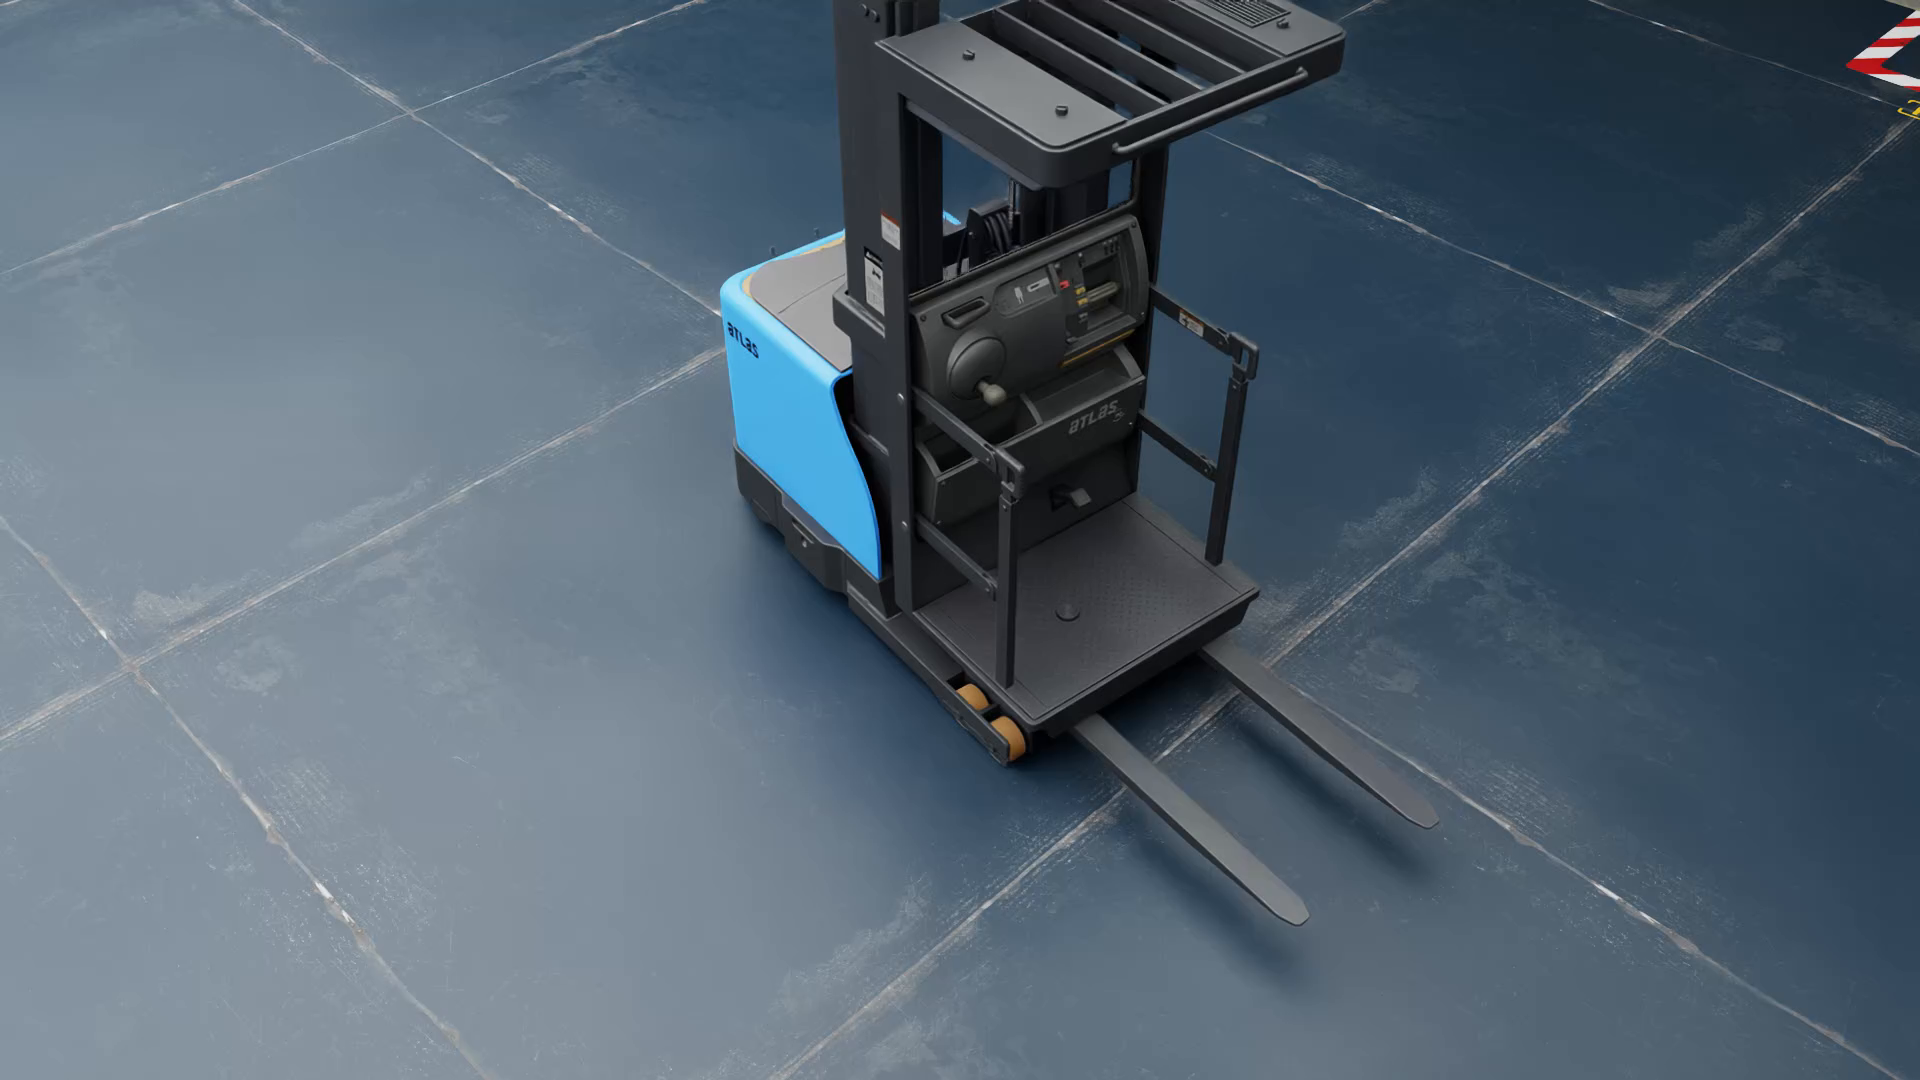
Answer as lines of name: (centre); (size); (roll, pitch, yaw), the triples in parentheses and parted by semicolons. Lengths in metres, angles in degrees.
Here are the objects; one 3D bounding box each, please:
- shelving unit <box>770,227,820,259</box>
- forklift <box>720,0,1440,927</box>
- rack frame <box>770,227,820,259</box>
shelving unit: (-0.592, -0.836, 6.984); (0.258, 0.900, 0.210); (-29, 47, -28)
forklift: (0.381, -0.671, 5.316); (1.130, 2.935, 3.031); (-28, 49, -27)
rack frame: (-0.657, -0.885, 7.045); (0.240, 0.900, 0.006); (-29, 47, -28)
